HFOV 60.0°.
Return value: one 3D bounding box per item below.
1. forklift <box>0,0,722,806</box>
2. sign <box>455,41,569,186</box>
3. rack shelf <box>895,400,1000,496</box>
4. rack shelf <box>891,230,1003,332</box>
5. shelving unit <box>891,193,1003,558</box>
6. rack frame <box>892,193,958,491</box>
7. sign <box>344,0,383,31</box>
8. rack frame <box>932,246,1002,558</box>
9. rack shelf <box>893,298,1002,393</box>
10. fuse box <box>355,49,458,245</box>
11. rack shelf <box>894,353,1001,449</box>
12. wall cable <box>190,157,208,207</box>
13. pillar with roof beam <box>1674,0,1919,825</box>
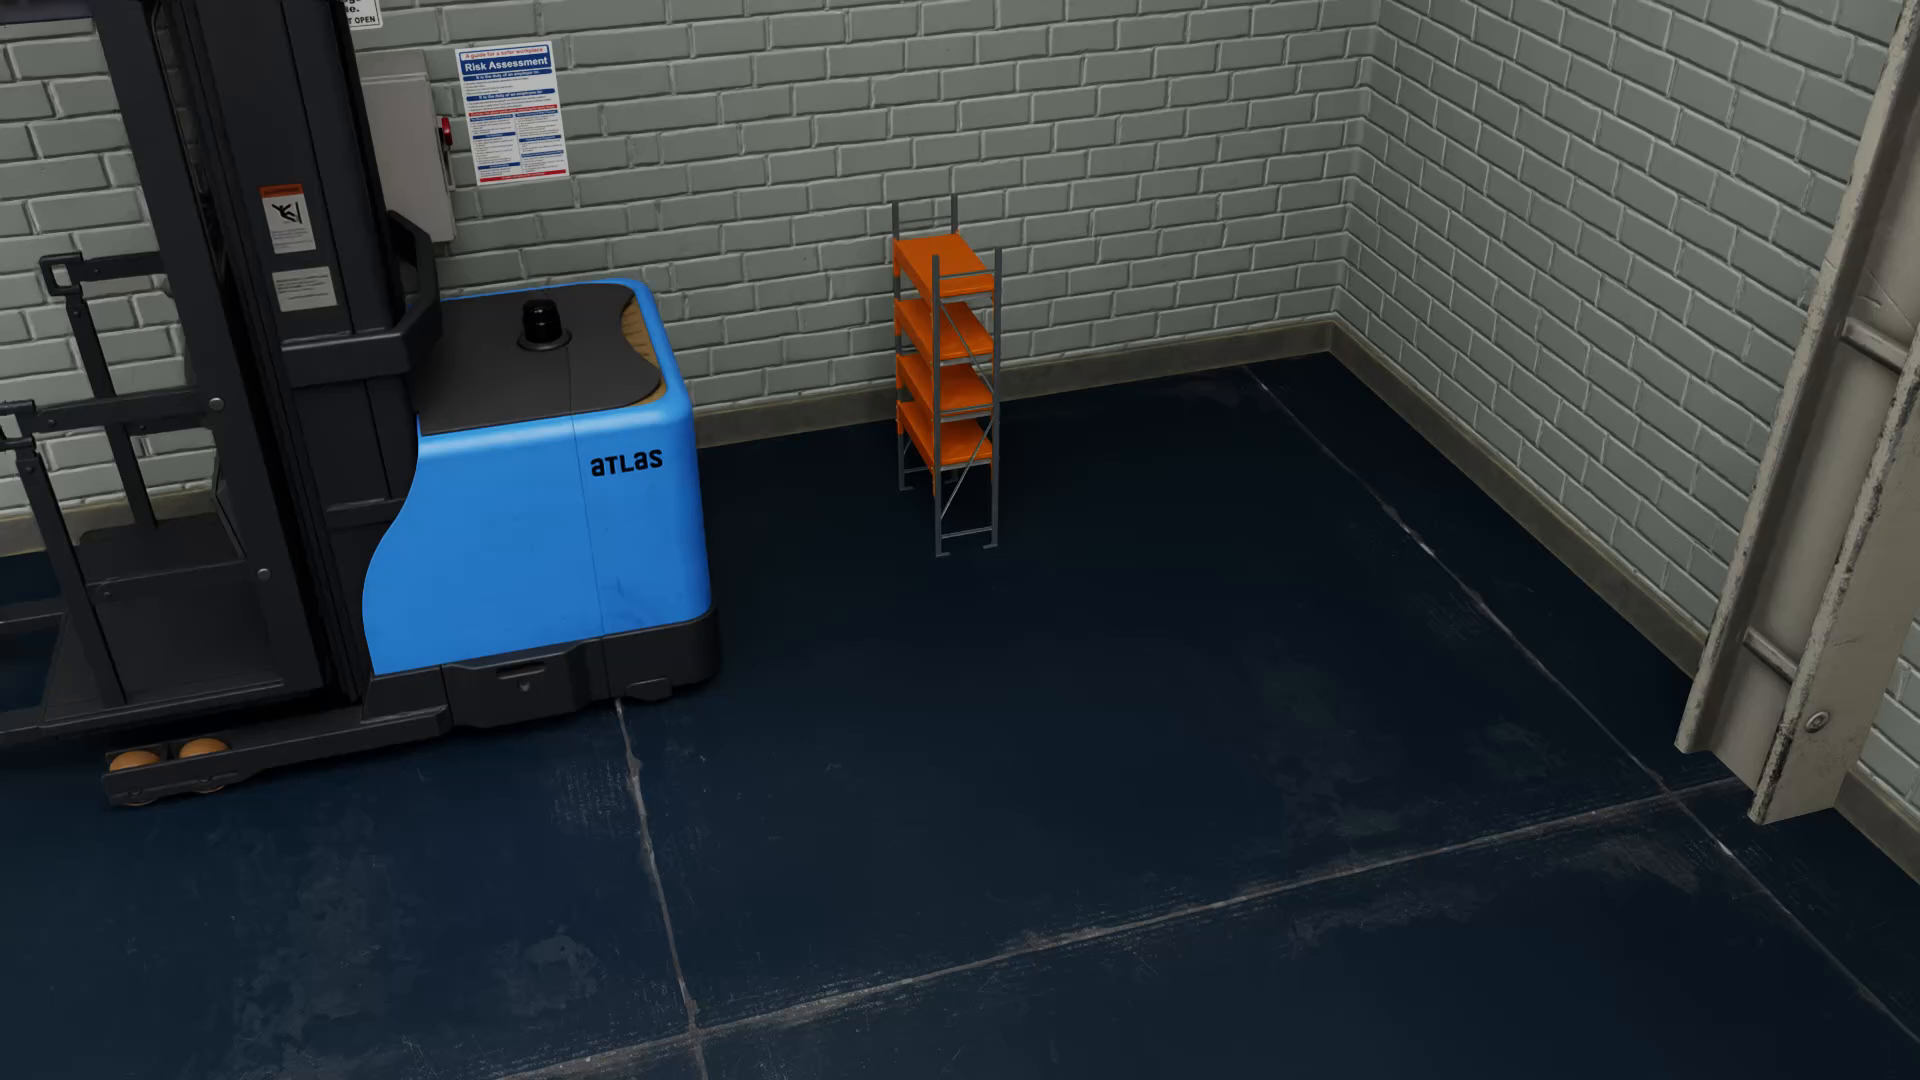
[{"bbox_3d":[-2.364,-0.745,4.719,3.031,2.935,1.130,-10,35,-14],"label":"forklift"},{"bbox_3d":[-1.584,-1.511,5.902,0.329,0.494,0.001,-10,35,-15],"label":"sign"},{"bbox_3d":[-0.051,-0.366,6.197,0.258,0.148,0.480,-10,35,-15],"label":"rack shelf"},{"bbox_3d":[-0.051,-0.915,5.834,0.258,0.148,0.480,-10,35,-15],"label":"rack shelf"},{"bbox_3d":[-0.051,-0.588,6.051,0.258,1.200,0.503,-10,35,-15],"label":"shelving unit"},{"bbox_3d":[-0.125,-0.716,6.245,0.240,1.200,0.015,-10,35,-15],"label":"rack frame"},{"bbox_3d":[-2.107,-1.803,5.508,0.339,0.242,0.001,-10,35,-15],"label":"sign"},{"bbox_3d":[0.024,-0.459,5.857,0.240,1.200,0.015,-10,35,-15],"label":"rack frame"},{"bbox_3d":[-0.051,-0.718,5.965,0.258,0.148,0.480,-10,35,-15],"label":"rack shelf"},{"bbox_3d":[-1.991,-0.821,5.941,0.539,1.711,0.414,-10,35,-15],"label":"fuse box"},{"bbox_3d":[-0.051,-0.531,6.088,0.258,0.148,0.480,-10,35,-15],"label":"rack shelf"},{"bbox_3d":[-2.689,-1.751,5.257,0.588,1.984,0.122,-10,35,-15],"label":"wall cable"},{"bbox_3d":[-1.632,-2.308,1.581,9.100,9.000,0.400,-10,35,-15],"label":"pillar with roof beam"}]
